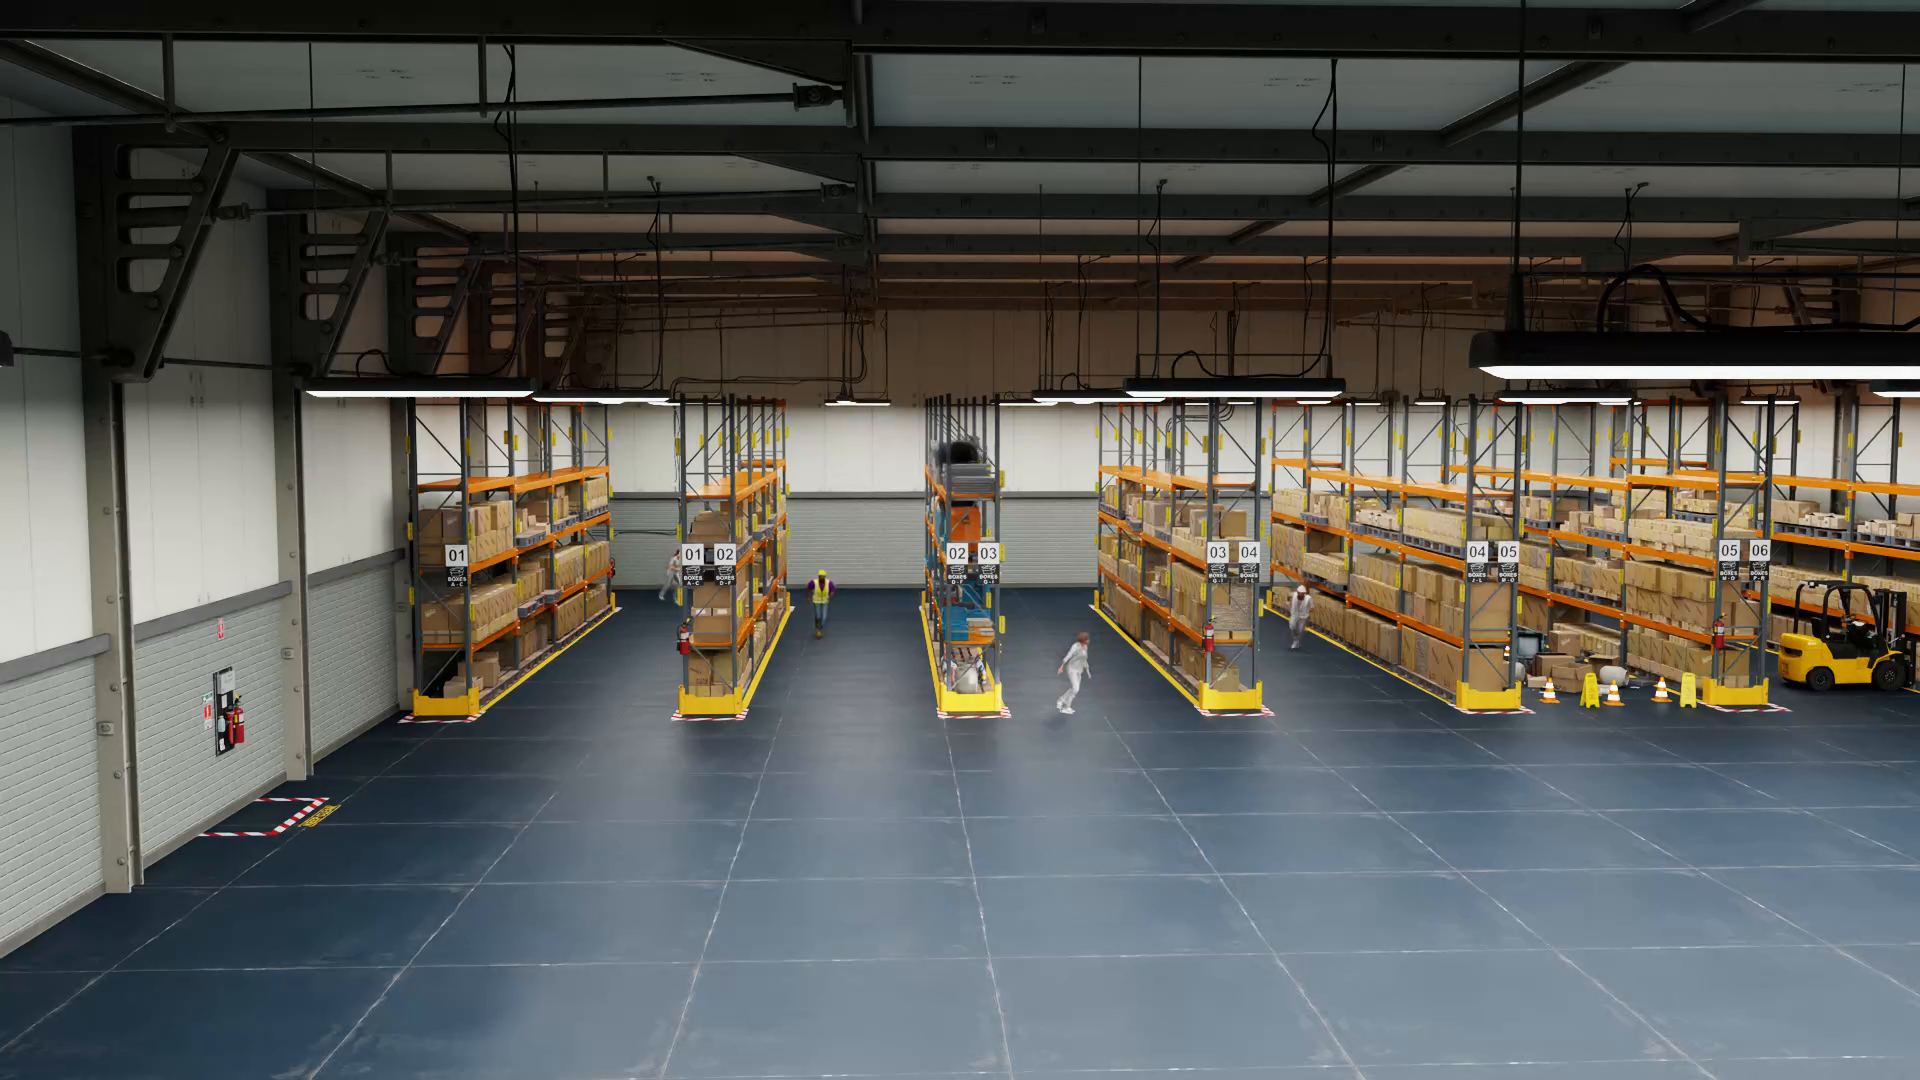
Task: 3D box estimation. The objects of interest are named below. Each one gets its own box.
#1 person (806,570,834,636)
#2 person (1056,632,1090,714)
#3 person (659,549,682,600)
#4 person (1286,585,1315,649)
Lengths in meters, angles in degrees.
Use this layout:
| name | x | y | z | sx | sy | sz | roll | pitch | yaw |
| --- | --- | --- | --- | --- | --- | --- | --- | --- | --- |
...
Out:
| name | x | y | z | sx | sy | sz | roll | pitch | yaw |
| --- | --- | --- | --- | --- | --- | --- | --- | --- | --- |
| person | -3.490 | 1.579 | 41.754 | 0.673 | 1.674 | 0.692 | -2 | 5 | -19 |
| person | 2.134 | 2.492 | 31.219 | 0.552 | 1.546 | 0.580 | 3 | 6 | 36 |
| person | -8.540 | 1.069 | 49.198 | 0.954 | 1.628 | 0.604 | 3 | 5 | 29 |
| person | 8.053 | 1.808 | 39.362 | 0.691 | 1.545 | 1.113 | 1 | 5 | 15 |
